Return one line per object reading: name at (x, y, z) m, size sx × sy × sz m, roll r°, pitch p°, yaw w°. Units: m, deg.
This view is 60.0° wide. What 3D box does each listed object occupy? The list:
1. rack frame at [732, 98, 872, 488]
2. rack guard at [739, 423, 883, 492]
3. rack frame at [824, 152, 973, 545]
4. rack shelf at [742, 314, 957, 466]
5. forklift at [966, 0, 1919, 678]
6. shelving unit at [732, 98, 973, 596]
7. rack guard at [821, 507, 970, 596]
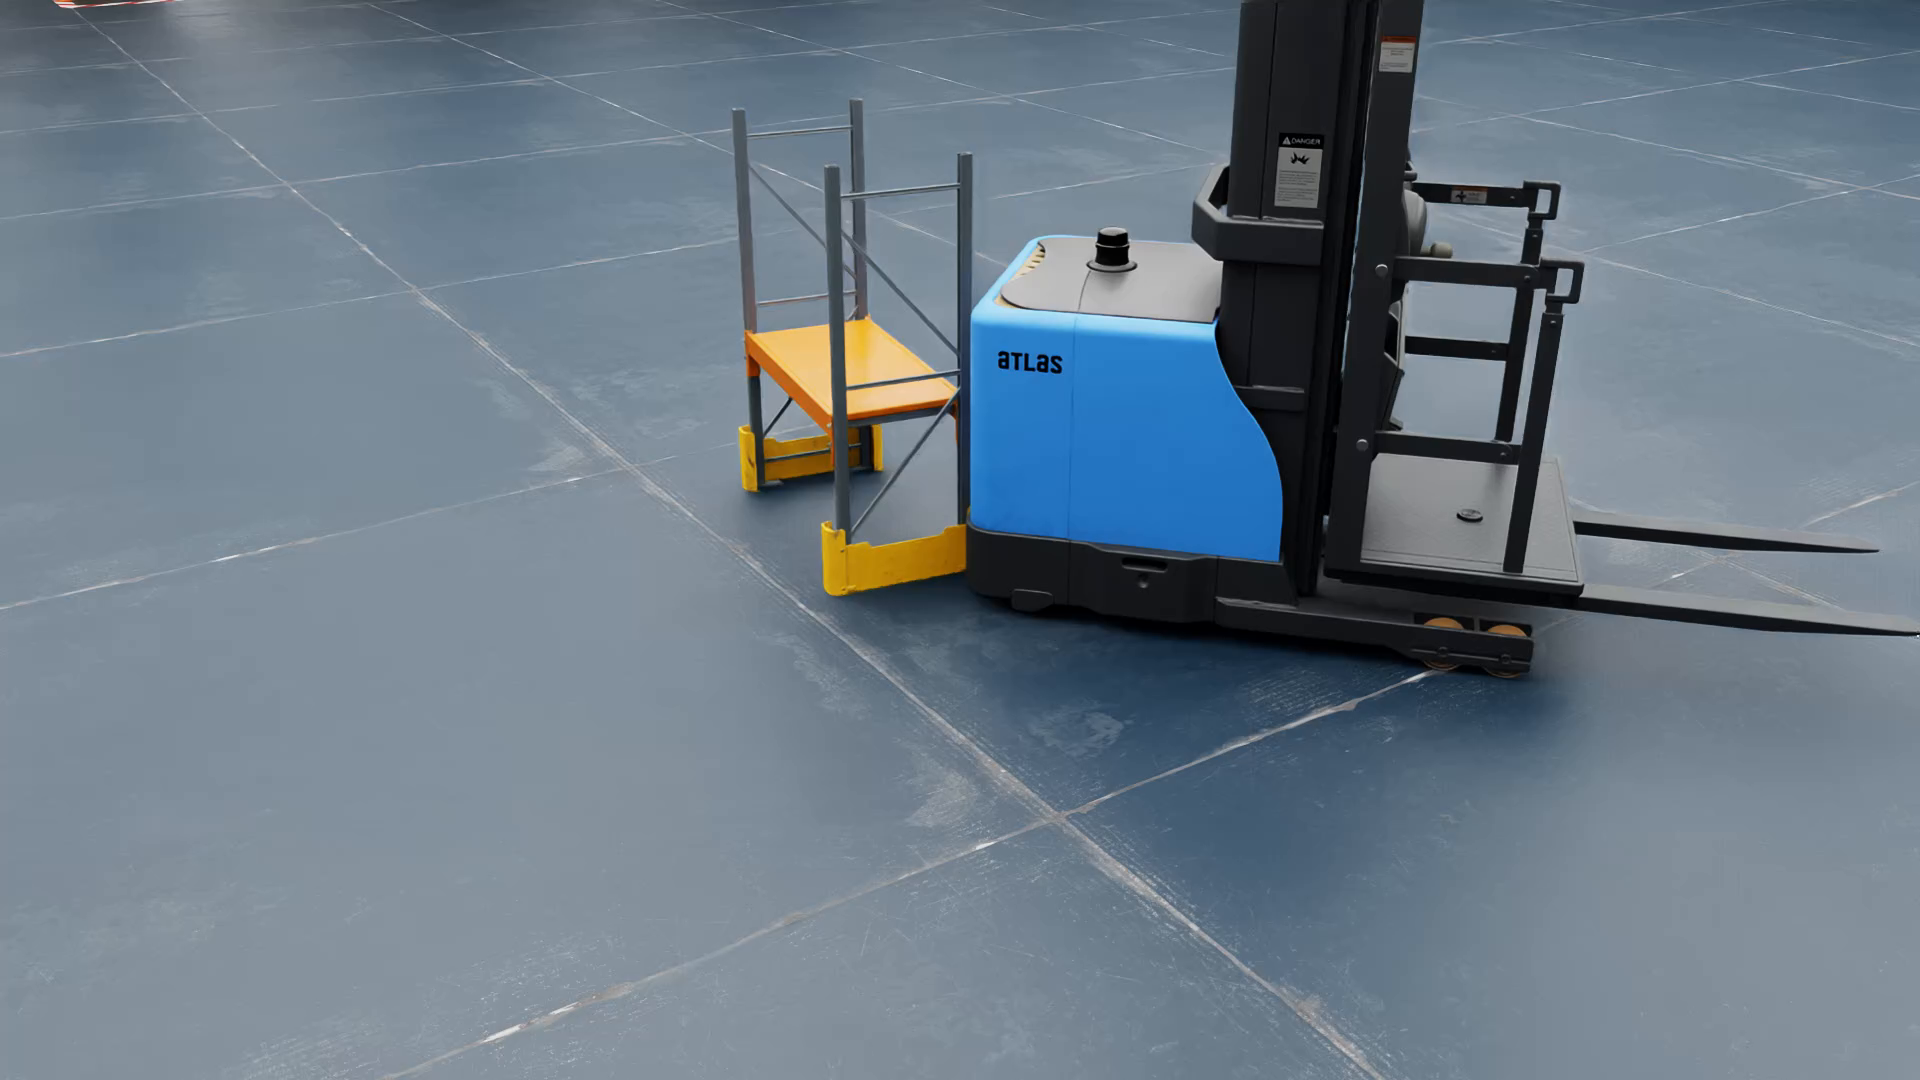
rack frame at (-0.600, -0.936, 6.475) m, size 0.500 × 1.500 × 0.032 m, roll -11°, pitch 27°, yaw -21°
rack guard at (-0.599, -0.370, 6.741) m, size 0.587 × 0.250 × 0.087 m, roll -11°, pitch 27°, yaw -21°
rack frame at (-0.194, -0.538, 5.632) m, size 0.500 × 1.500 × 0.032 m, roll -11°, pitch 27°, yaw -21°
rack shelf at (-0.397, -0.574, 6.130) m, size 0.538 × 0.185 × 1.000 m, roll -11°, pitch 27°, yaw -21°
forklift at (1.595, -1.135, 5.222) m, size 3.031 × 2.935 × 1.130 m, roll 6°, pitch 26°, yaw 13°
shelving unit at (-0.401, -0.740, 6.061) m, size 0.587 × 1.500 × 1.083 m, roll -11°, pitch 27°, yaw -21°
rack guard at (-0.202, 0.020, 5.915) m, size 0.587 × 0.250 × 0.087 m, roll -11°, pitch 27°, yaw -21°
